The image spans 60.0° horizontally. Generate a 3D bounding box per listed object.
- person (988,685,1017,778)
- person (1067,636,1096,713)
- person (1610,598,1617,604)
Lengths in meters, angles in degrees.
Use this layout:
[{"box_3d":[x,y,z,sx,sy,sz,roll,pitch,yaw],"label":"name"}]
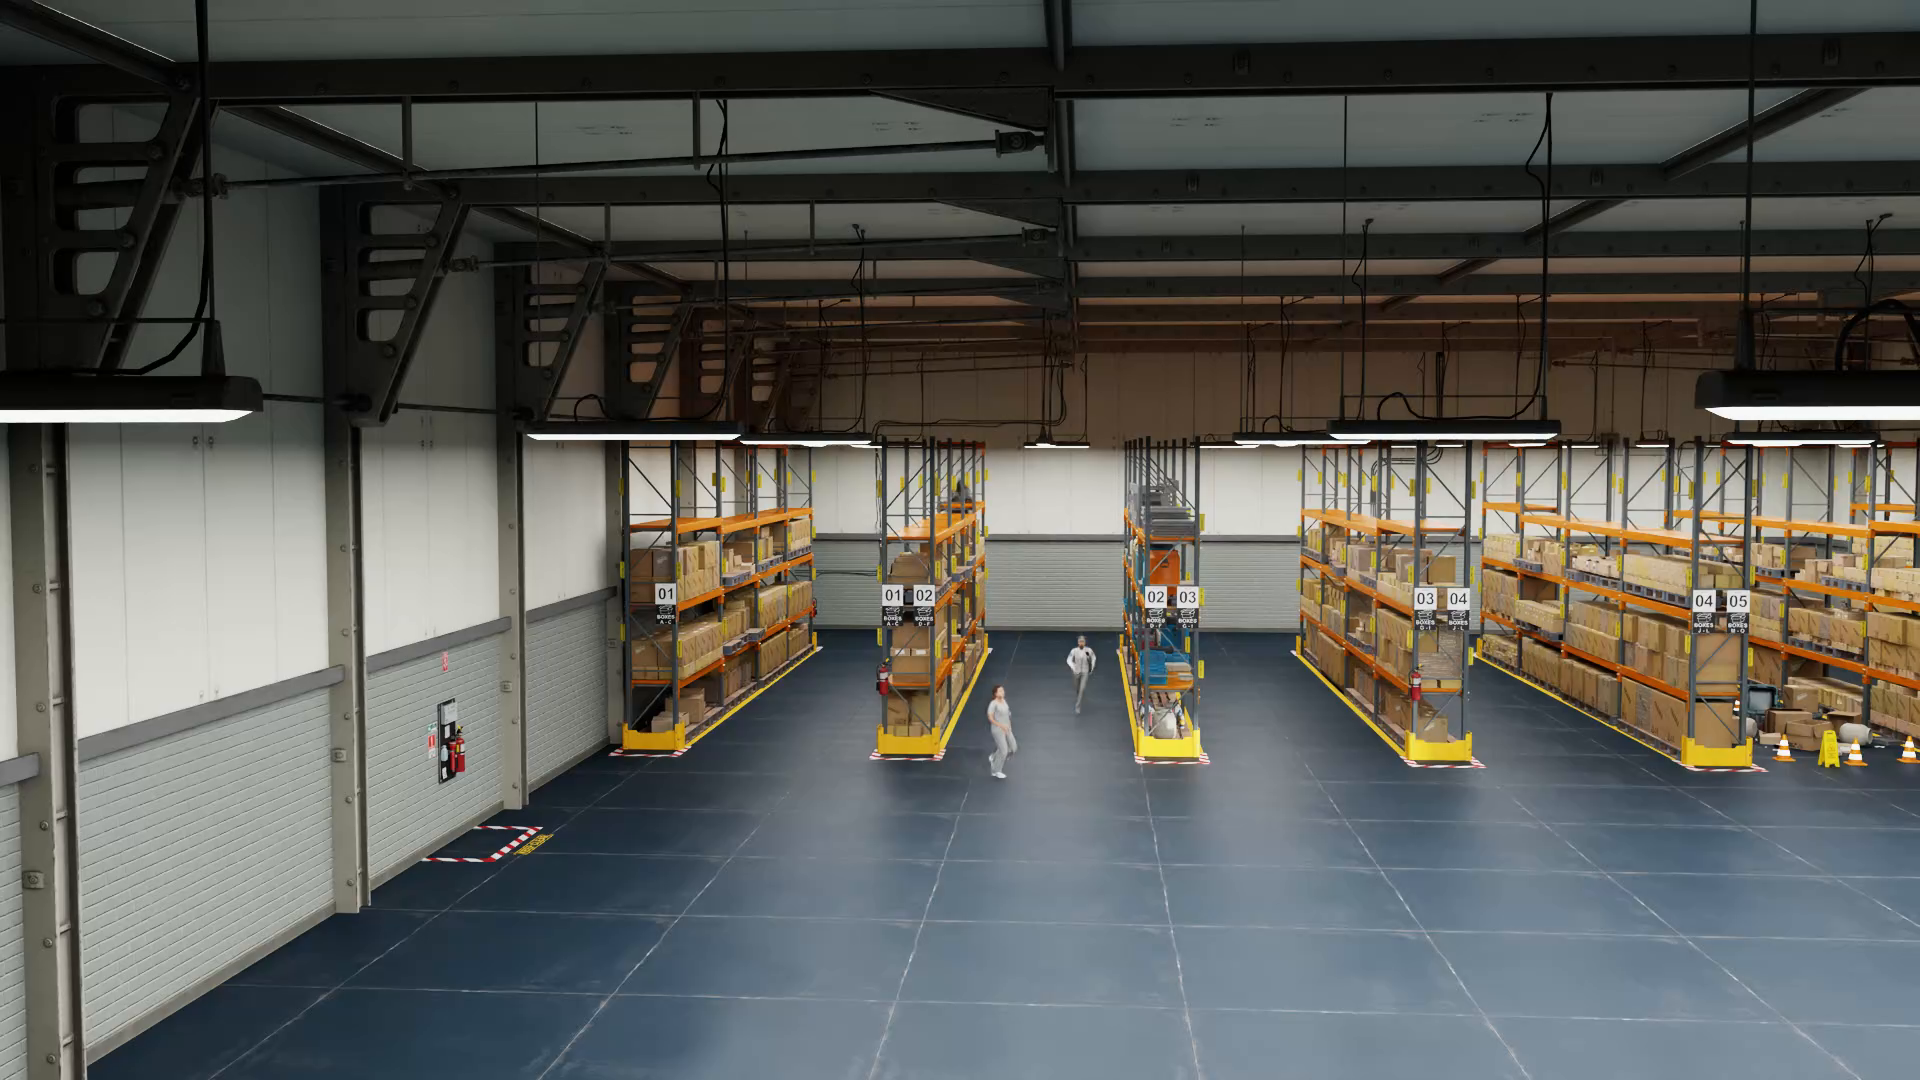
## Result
[{"box_3d":[0.719,3.350,29.193,0.527,1.632,0.573,2,4,36],"label":"person"},{"box_3d":[2.687,2.933,36.759,0.641,1.684,0.858,0,3,6],"label":"person"},{"box_3d":[18.606,2.442,47.370,0.769,1.549,0.607,0,3,-5],"label":"person"}]
